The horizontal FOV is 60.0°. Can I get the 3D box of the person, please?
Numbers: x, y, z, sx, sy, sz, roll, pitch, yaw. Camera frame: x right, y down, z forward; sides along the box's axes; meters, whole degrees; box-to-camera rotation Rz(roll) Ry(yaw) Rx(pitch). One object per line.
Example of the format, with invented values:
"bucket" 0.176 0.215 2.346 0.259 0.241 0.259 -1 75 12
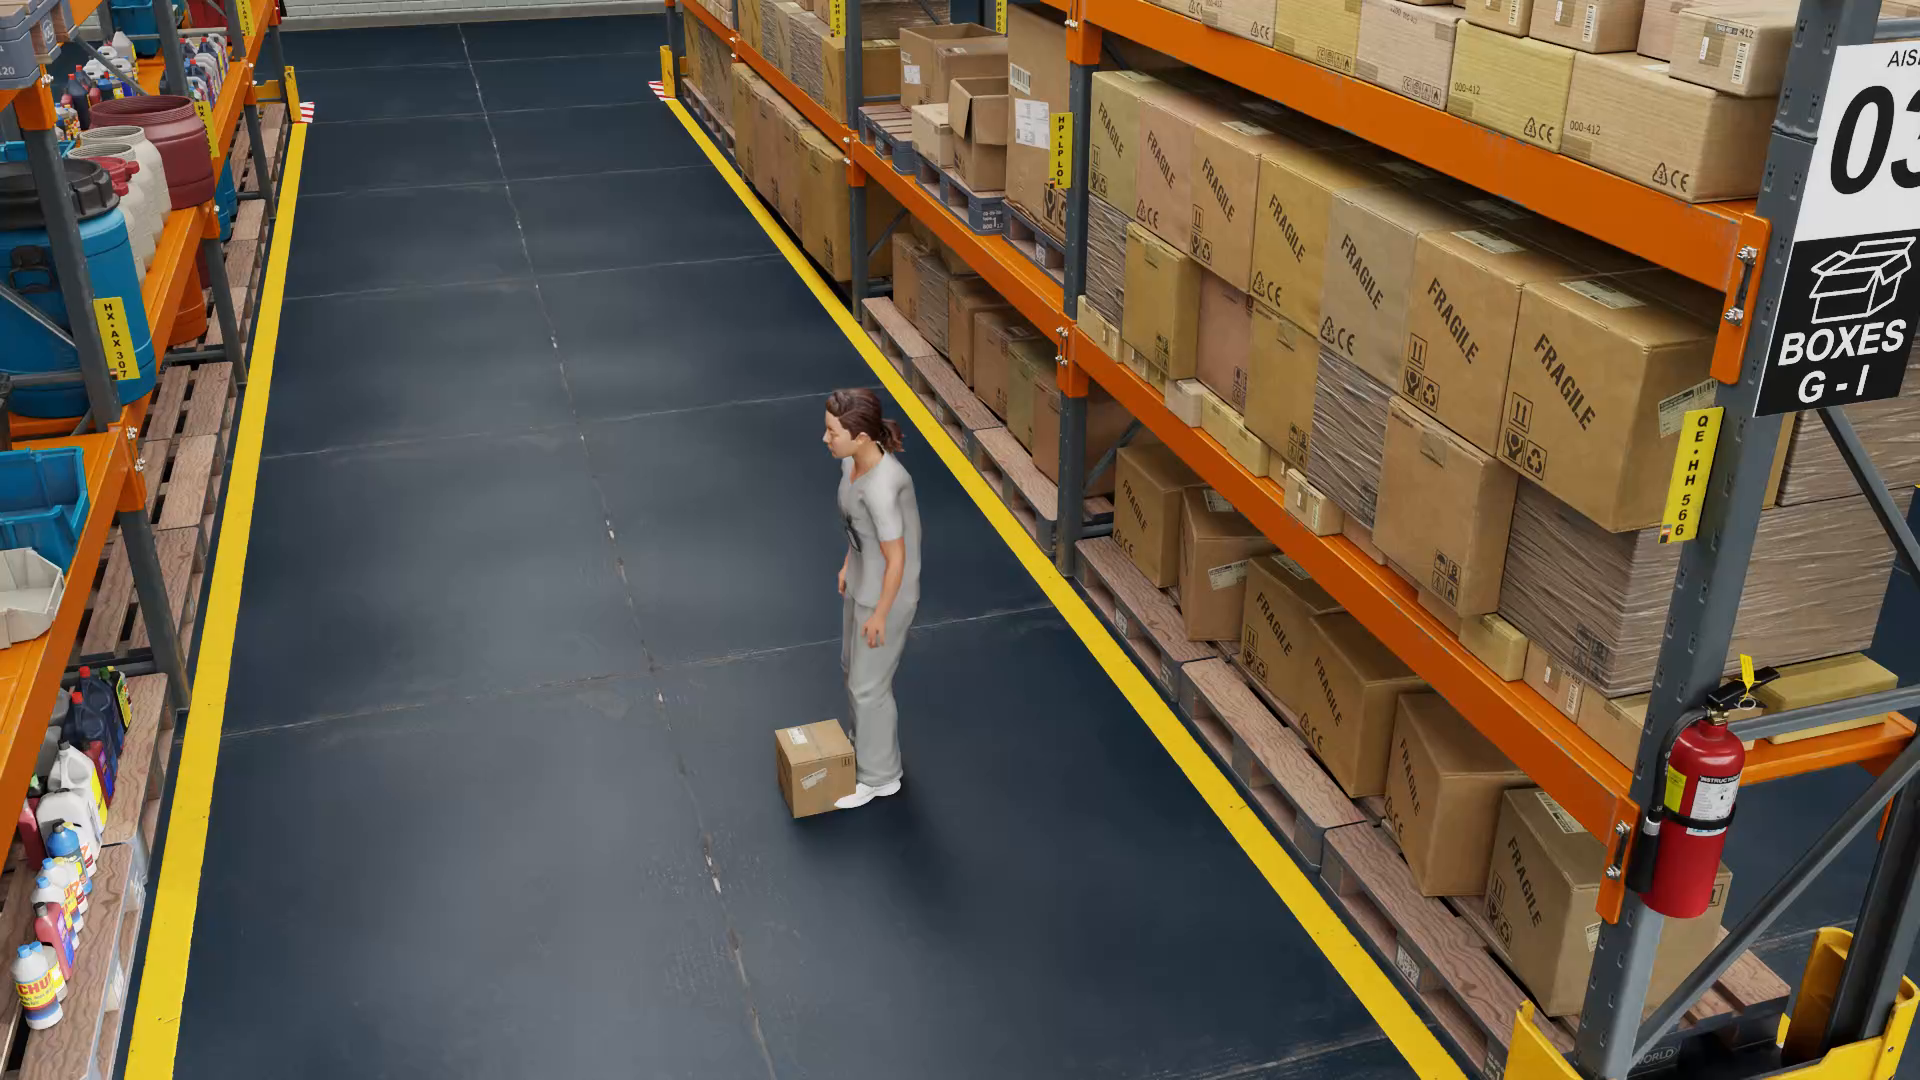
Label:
"person" -0.352 0.209 6.196 0.404 1.673 0.486 -8 28 -16
